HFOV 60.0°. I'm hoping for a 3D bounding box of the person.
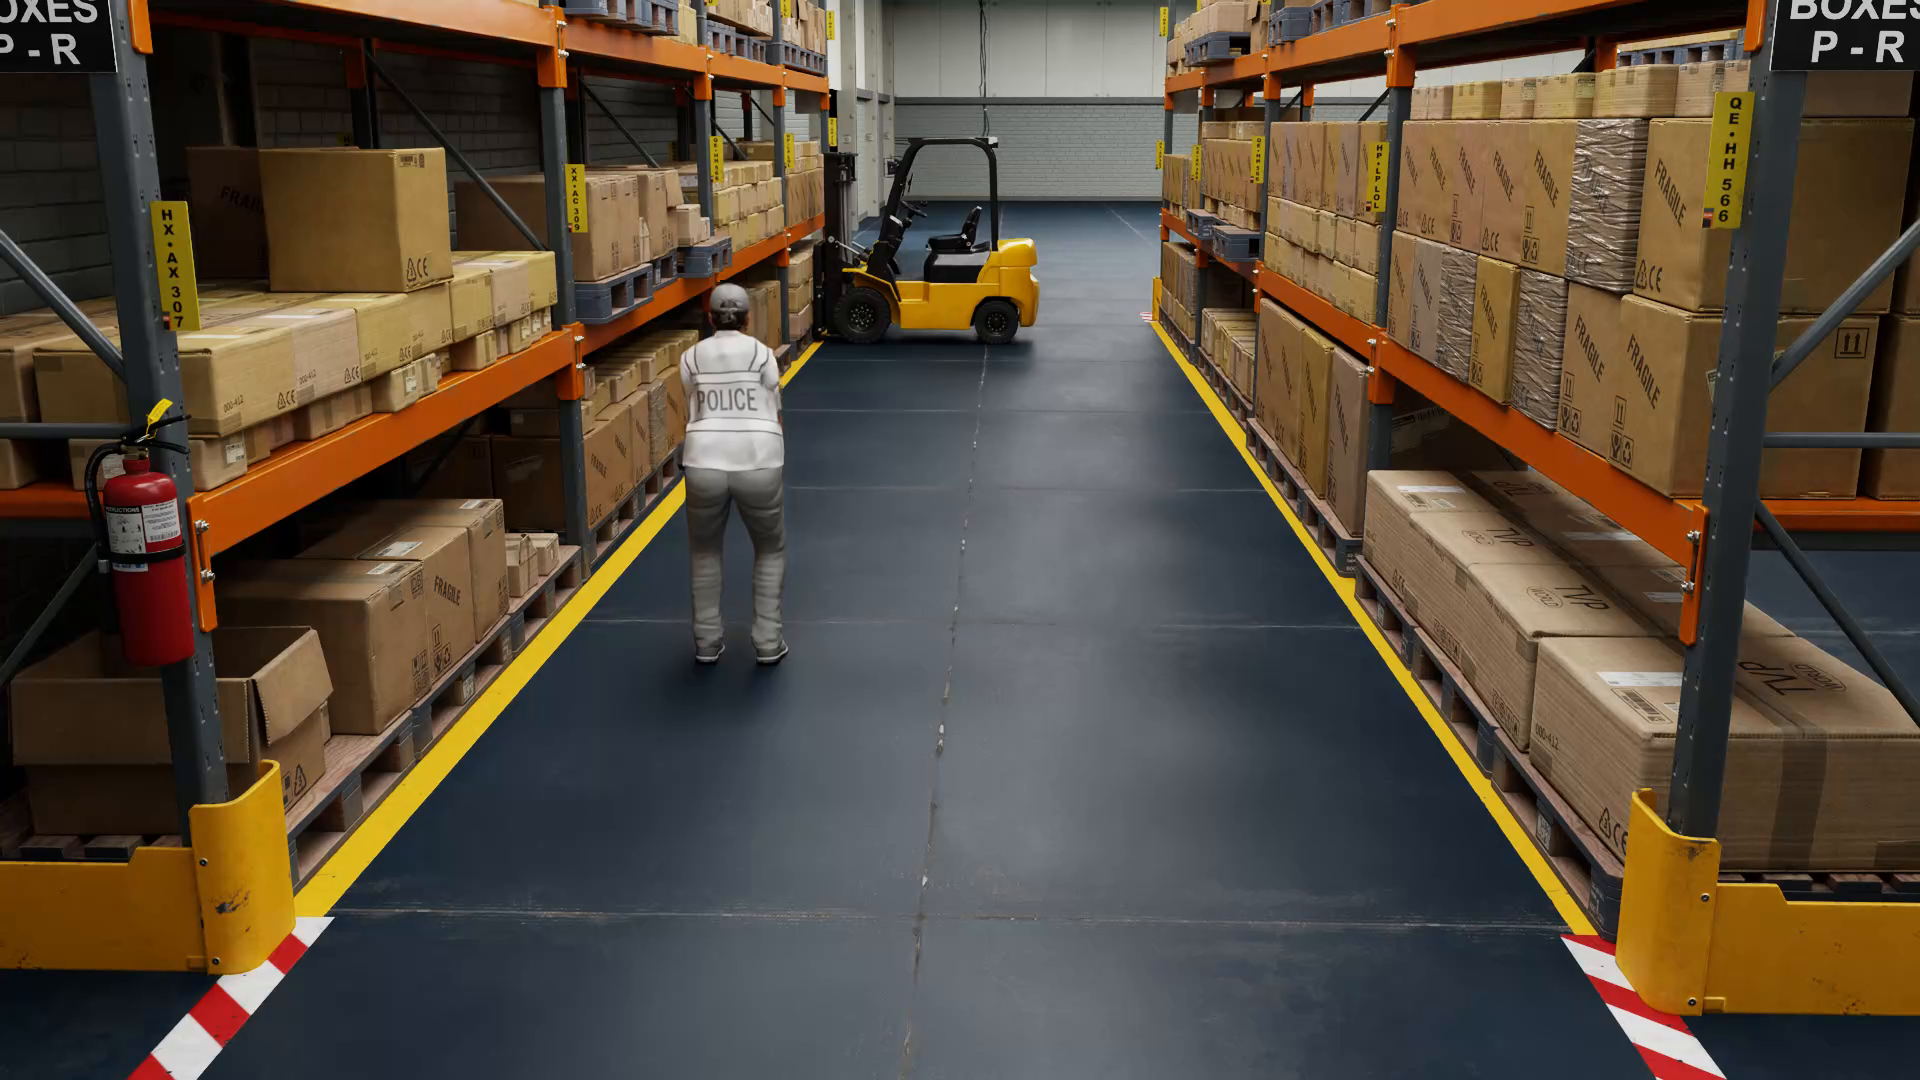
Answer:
[{"bbox_3d":[-0.978,-0.287,7.219,0.452,1.638,0.581,0,14,0],"label":"person"}]
